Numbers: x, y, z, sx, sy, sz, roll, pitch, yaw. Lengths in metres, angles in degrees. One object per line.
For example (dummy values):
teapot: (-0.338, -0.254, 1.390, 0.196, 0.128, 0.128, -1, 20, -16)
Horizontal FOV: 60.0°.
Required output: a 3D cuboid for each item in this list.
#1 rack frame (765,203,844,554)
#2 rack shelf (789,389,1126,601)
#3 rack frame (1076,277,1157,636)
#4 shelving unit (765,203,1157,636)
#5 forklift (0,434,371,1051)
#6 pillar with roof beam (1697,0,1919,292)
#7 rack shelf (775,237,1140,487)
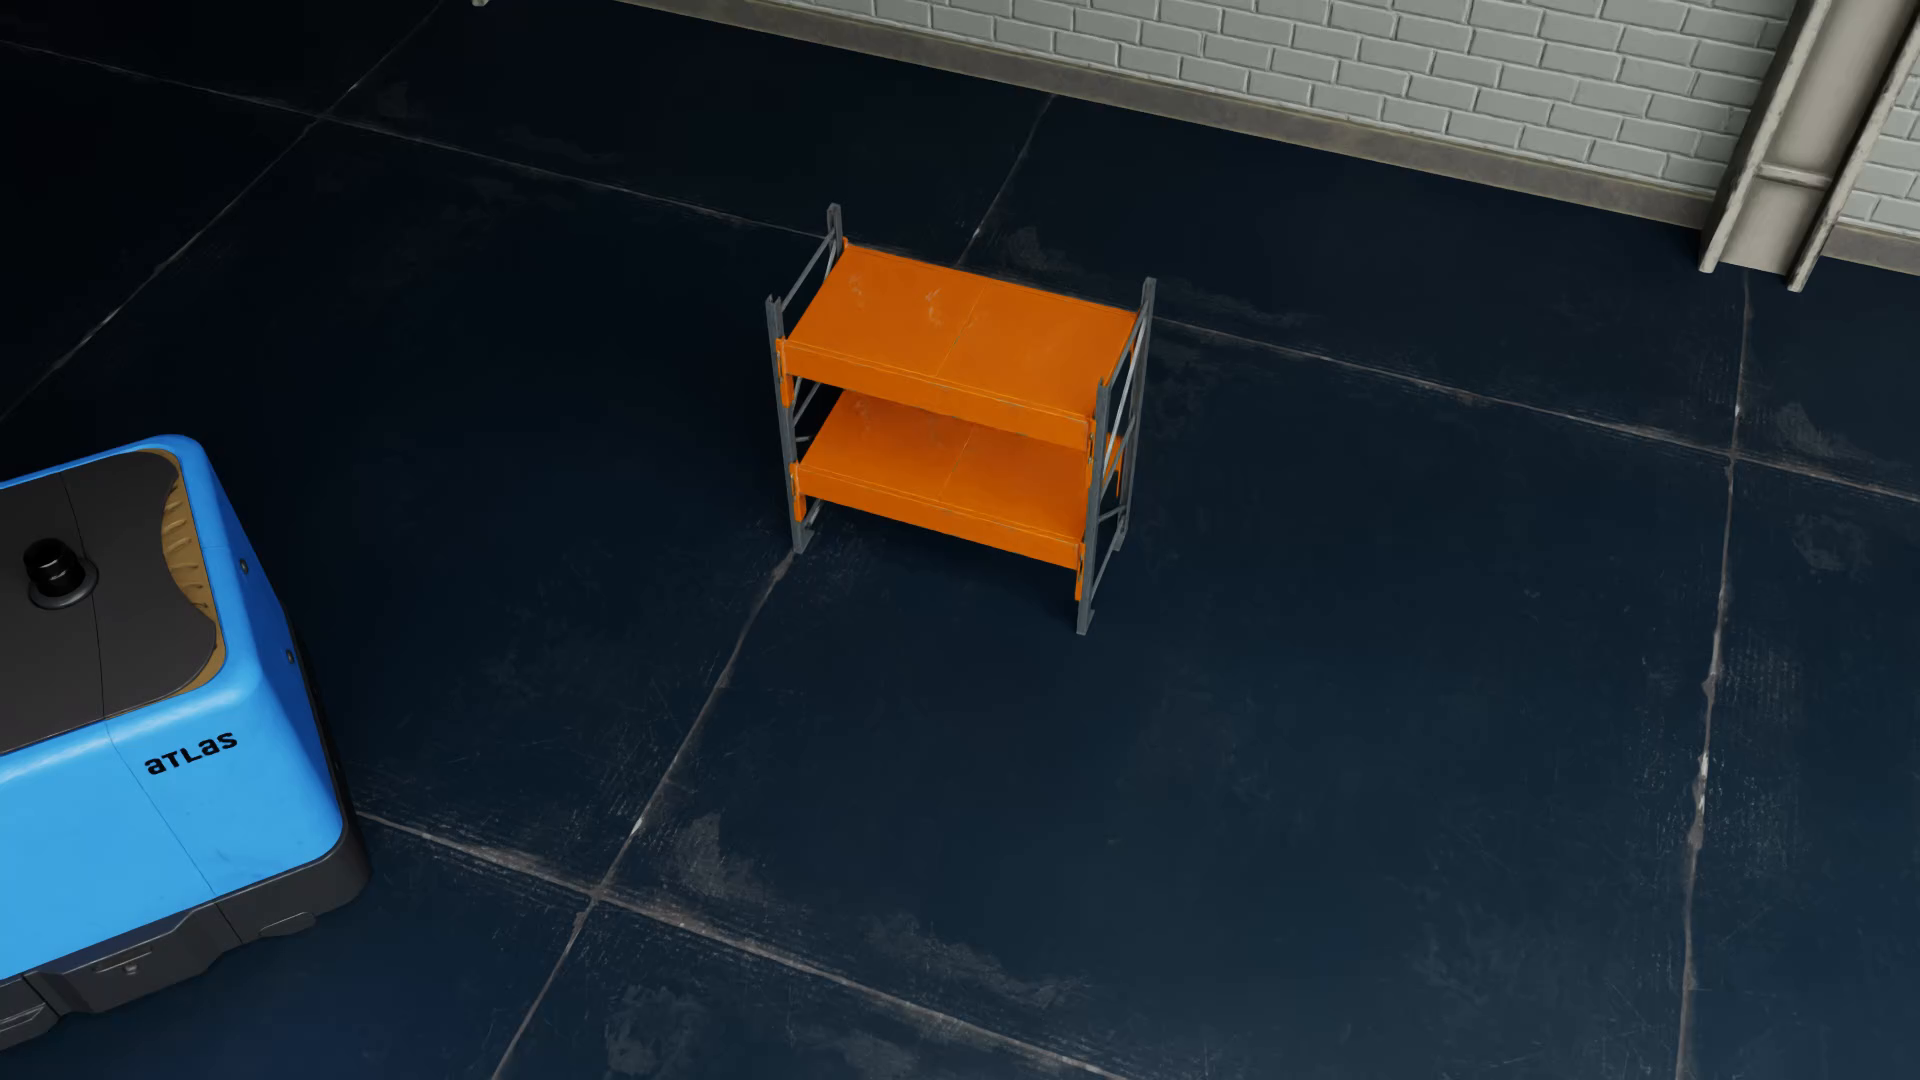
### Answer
rack frame: (-0.471, -0.500, 5.439, 0.032, 1.125, 0.500, 16, 51, 13)
rack shelf: (0.006, -0.206, 5.508, 1.000, 0.278, 0.538, 16, 51, 13)
rack frame: (0.483, -0.234, 5.208, 0.032, 1.125, 0.500, 16, 51, 13)
shelving unit: (0.006, -0.367, 5.323, 1.048, 1.125, 0.538, 16, 51, 13)
forklift: (-3.263, 0.243, 3.600, 3.031, 2.935, 1.130, -20, 52, -17)
pillar with roof beam: (1.714, -1.038, 0.695, 0.400, 9.000, 9.100, 16, 51, 13)
rack shelf: (0.006, -0.558, 5.102, 1.000, 0.278, 0.538, 16, 51, 13)
